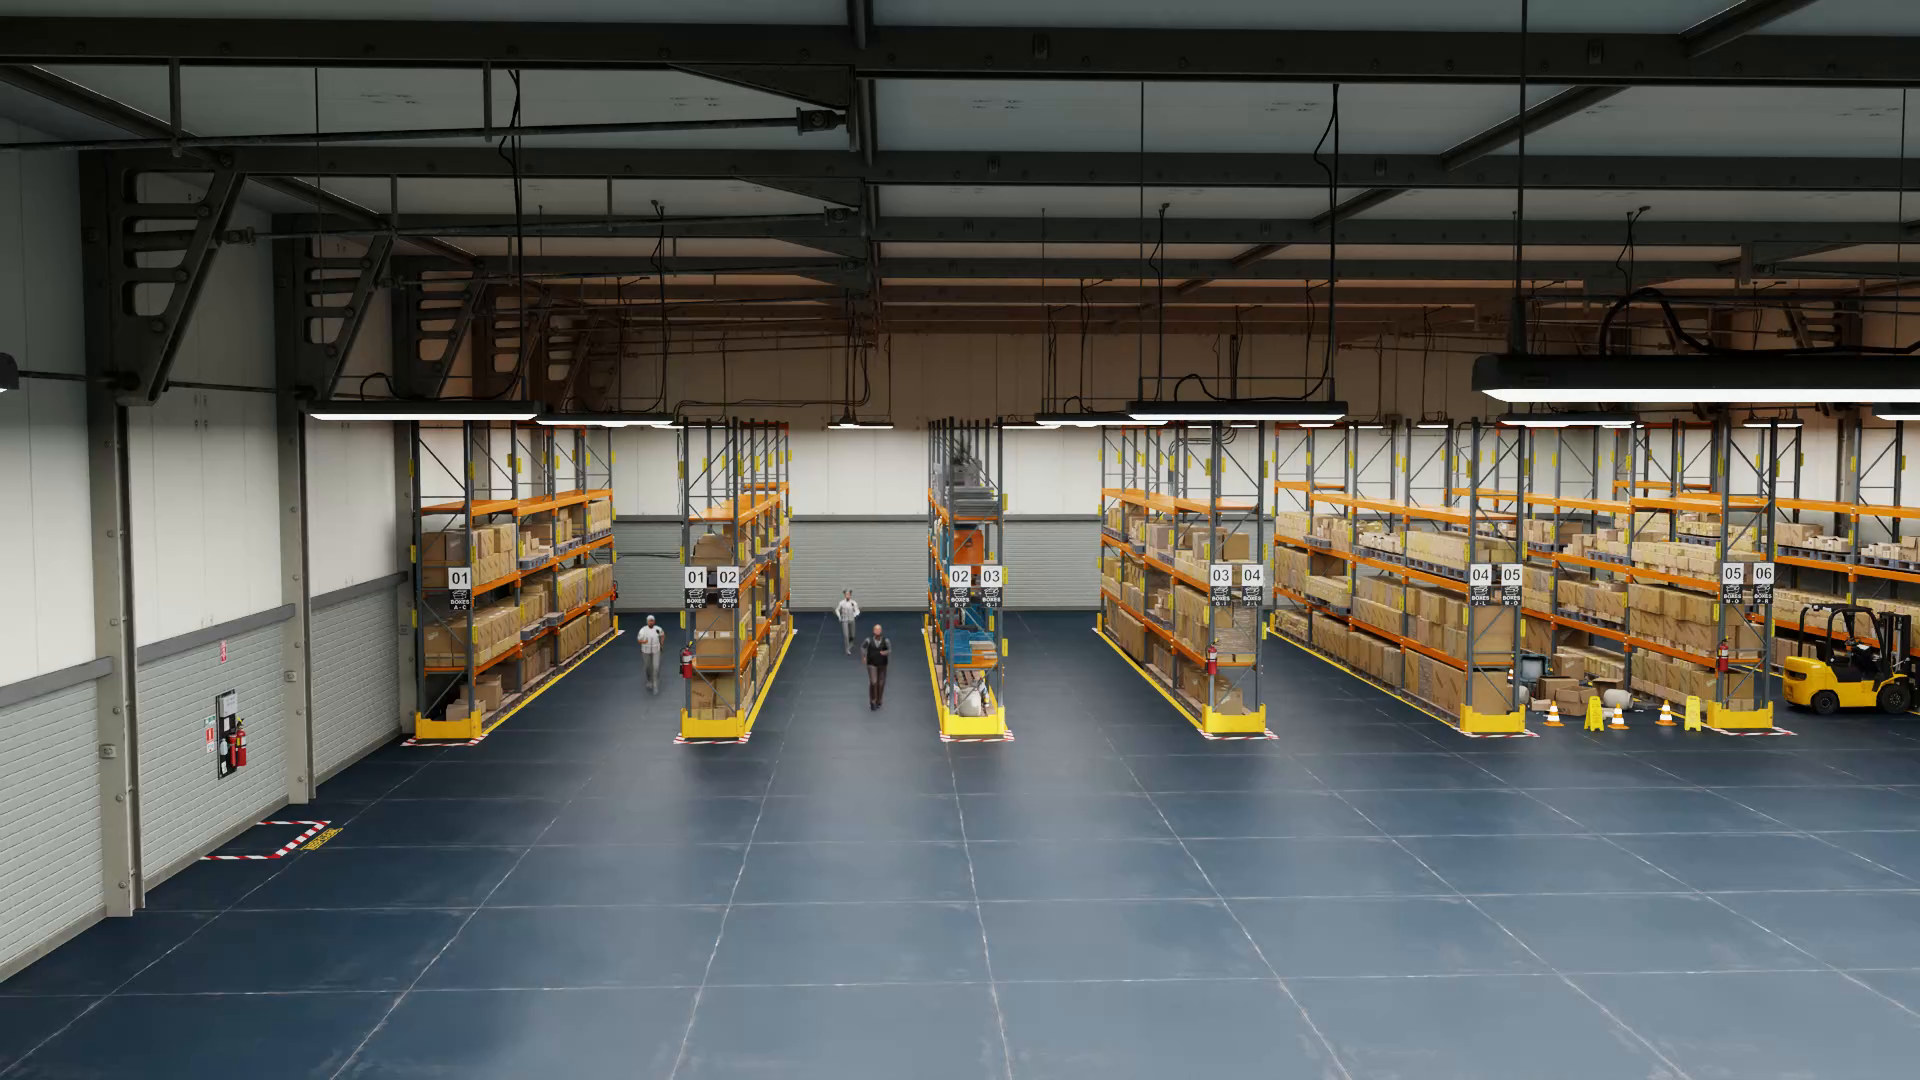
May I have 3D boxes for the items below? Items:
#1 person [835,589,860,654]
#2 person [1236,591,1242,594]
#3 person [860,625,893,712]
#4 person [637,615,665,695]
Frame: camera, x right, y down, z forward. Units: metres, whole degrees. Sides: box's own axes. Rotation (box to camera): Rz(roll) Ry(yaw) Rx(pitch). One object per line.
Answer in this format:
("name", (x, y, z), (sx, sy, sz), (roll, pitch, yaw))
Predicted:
("person", (-2.901, 2.093, 42.924), (0.623, 1.656, 0.735), (-1, 4, -10))
("person", (7.732, 1.768, 47.108), (0.666, 1.829, 0.869), (1, 4, 19))
("person", (-1.697, 2.634, 34.239), (0.605, 1.780, 0.752), (-1, 4, -13))
("person", (-6.782, 2.494, 36.521), (0.602, 1.689, 0.886), (-1, 4, -11))
